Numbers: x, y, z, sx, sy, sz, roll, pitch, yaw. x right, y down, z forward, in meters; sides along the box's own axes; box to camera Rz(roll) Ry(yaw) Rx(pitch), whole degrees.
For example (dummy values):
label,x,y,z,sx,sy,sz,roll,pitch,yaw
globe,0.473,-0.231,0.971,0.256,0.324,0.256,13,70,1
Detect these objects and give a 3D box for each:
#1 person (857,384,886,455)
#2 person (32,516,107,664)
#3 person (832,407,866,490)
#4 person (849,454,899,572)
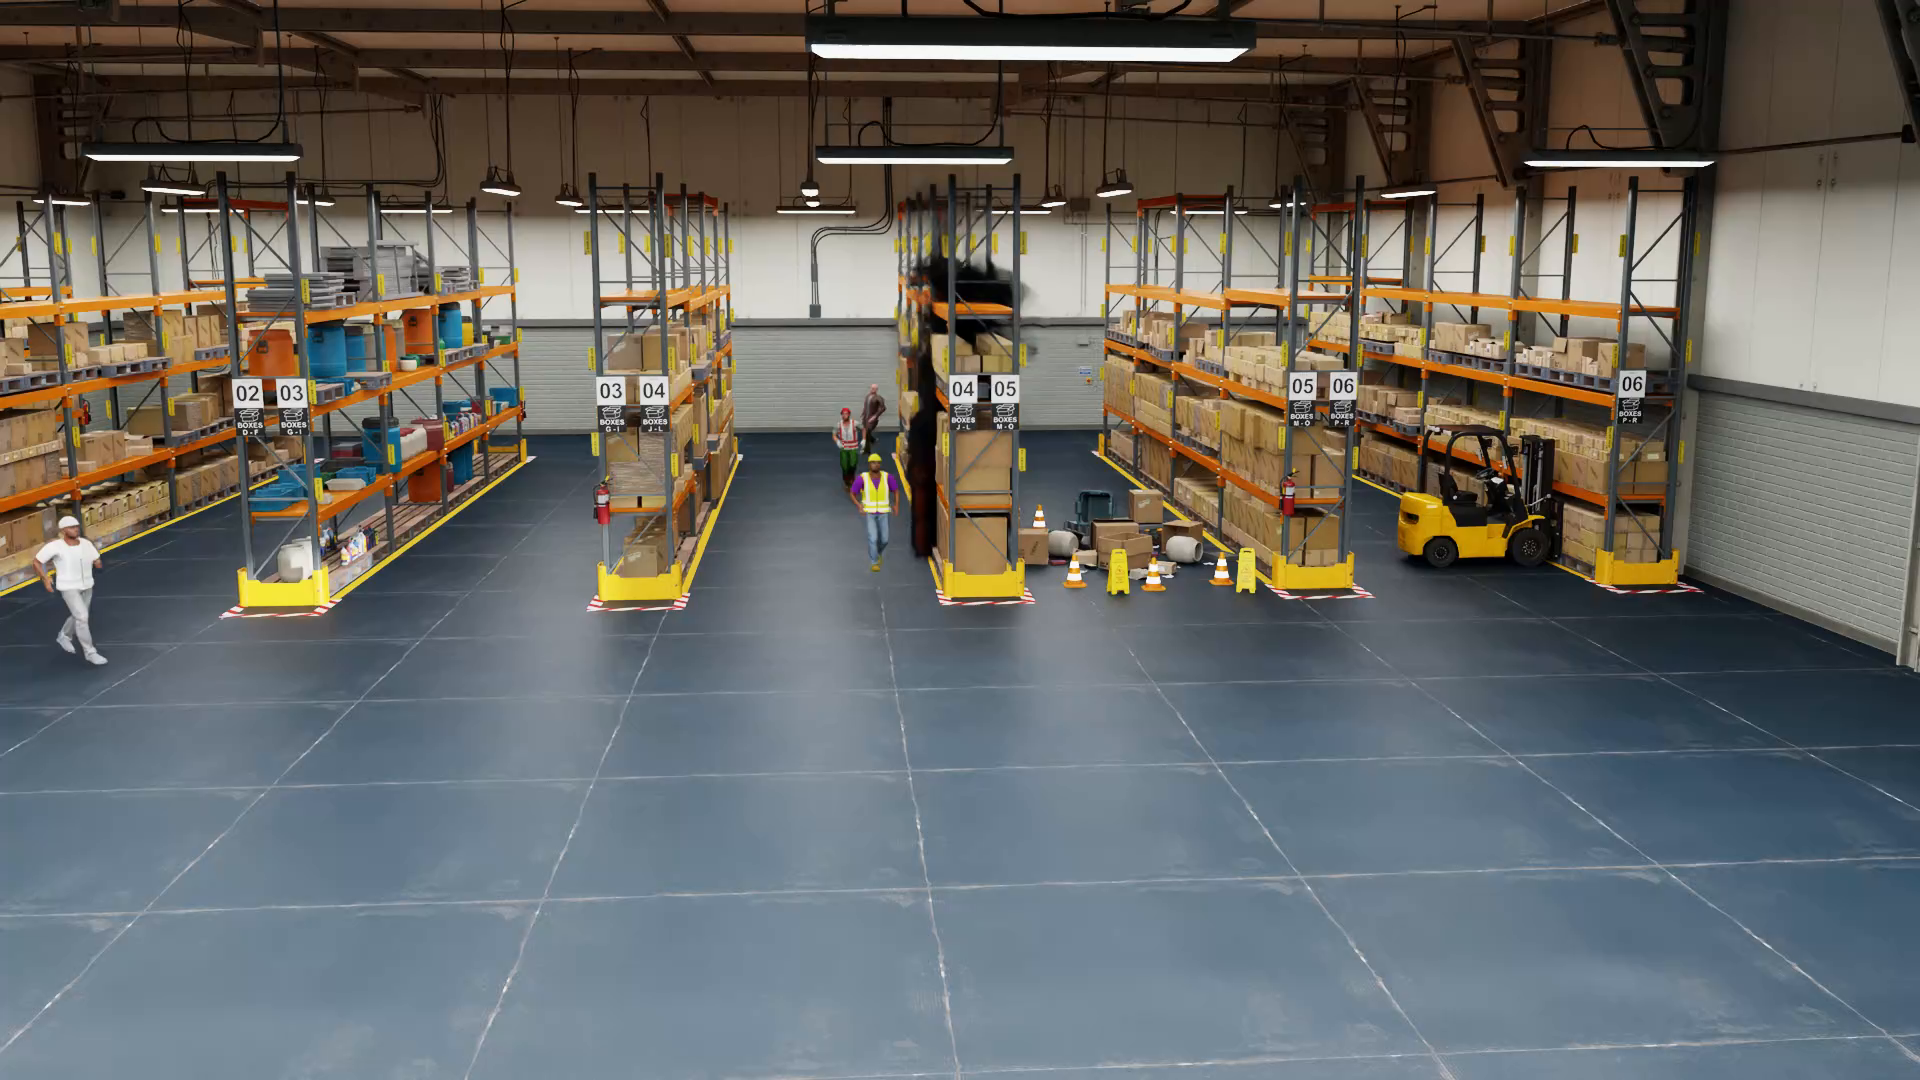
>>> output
label,x,y,z,sx,sy,sz,roll,pitch,yaw
person,-2.091,-2.931,40.363,0.749,1.729,0.666,9,13,41
person,-10.713,0.582,20.148,0.964,1.762,0.704,4,11,23
person,-2.287,-1.856,34.181,0.690,1.737,0.678,0,10,2
person,-1.242,-0.409,24.374,0.749,1.735,0.555,-3,10,-14
